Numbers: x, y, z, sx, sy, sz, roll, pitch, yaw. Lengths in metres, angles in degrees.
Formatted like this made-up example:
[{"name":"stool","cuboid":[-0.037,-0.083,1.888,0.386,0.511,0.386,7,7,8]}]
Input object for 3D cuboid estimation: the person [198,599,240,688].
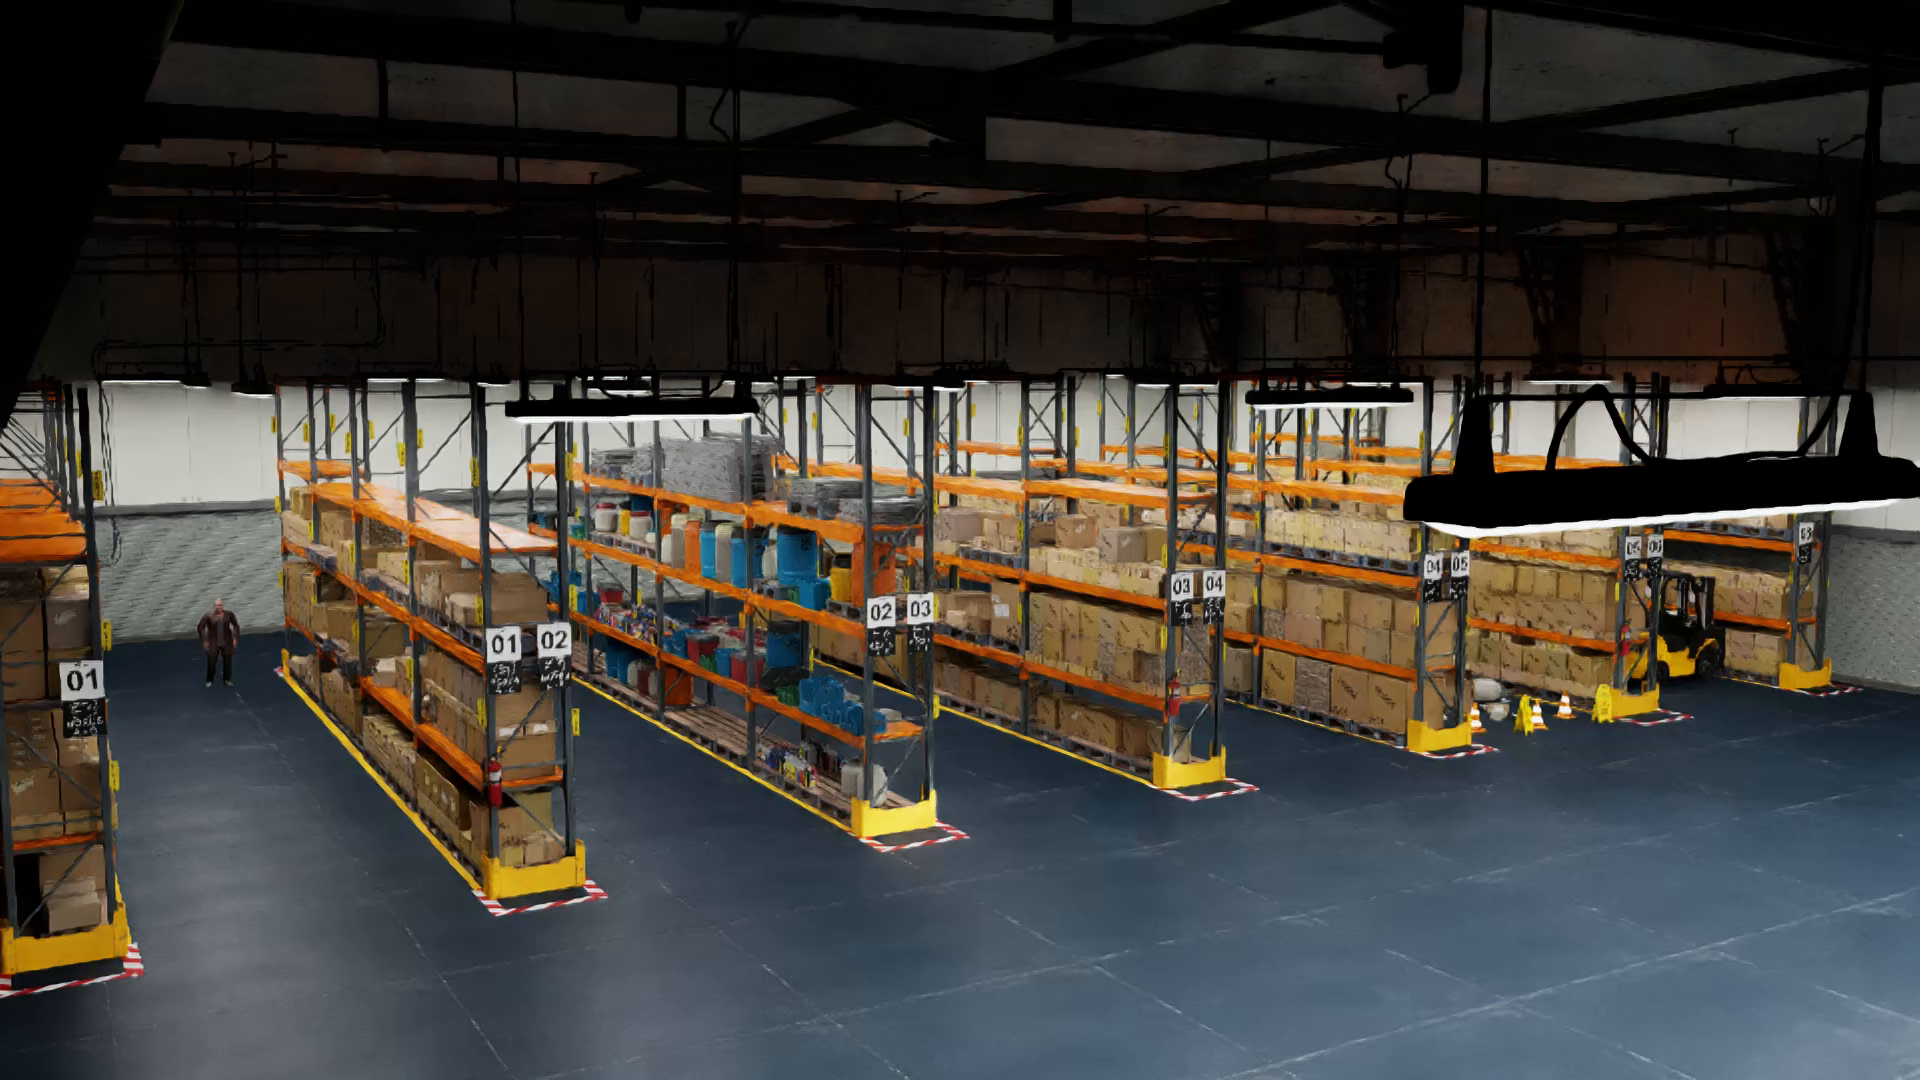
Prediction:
[{"name":"person","cuboid":[-14.257,1.984,31.998,0.729,1.718,0.546,-4,7,-31]}]
